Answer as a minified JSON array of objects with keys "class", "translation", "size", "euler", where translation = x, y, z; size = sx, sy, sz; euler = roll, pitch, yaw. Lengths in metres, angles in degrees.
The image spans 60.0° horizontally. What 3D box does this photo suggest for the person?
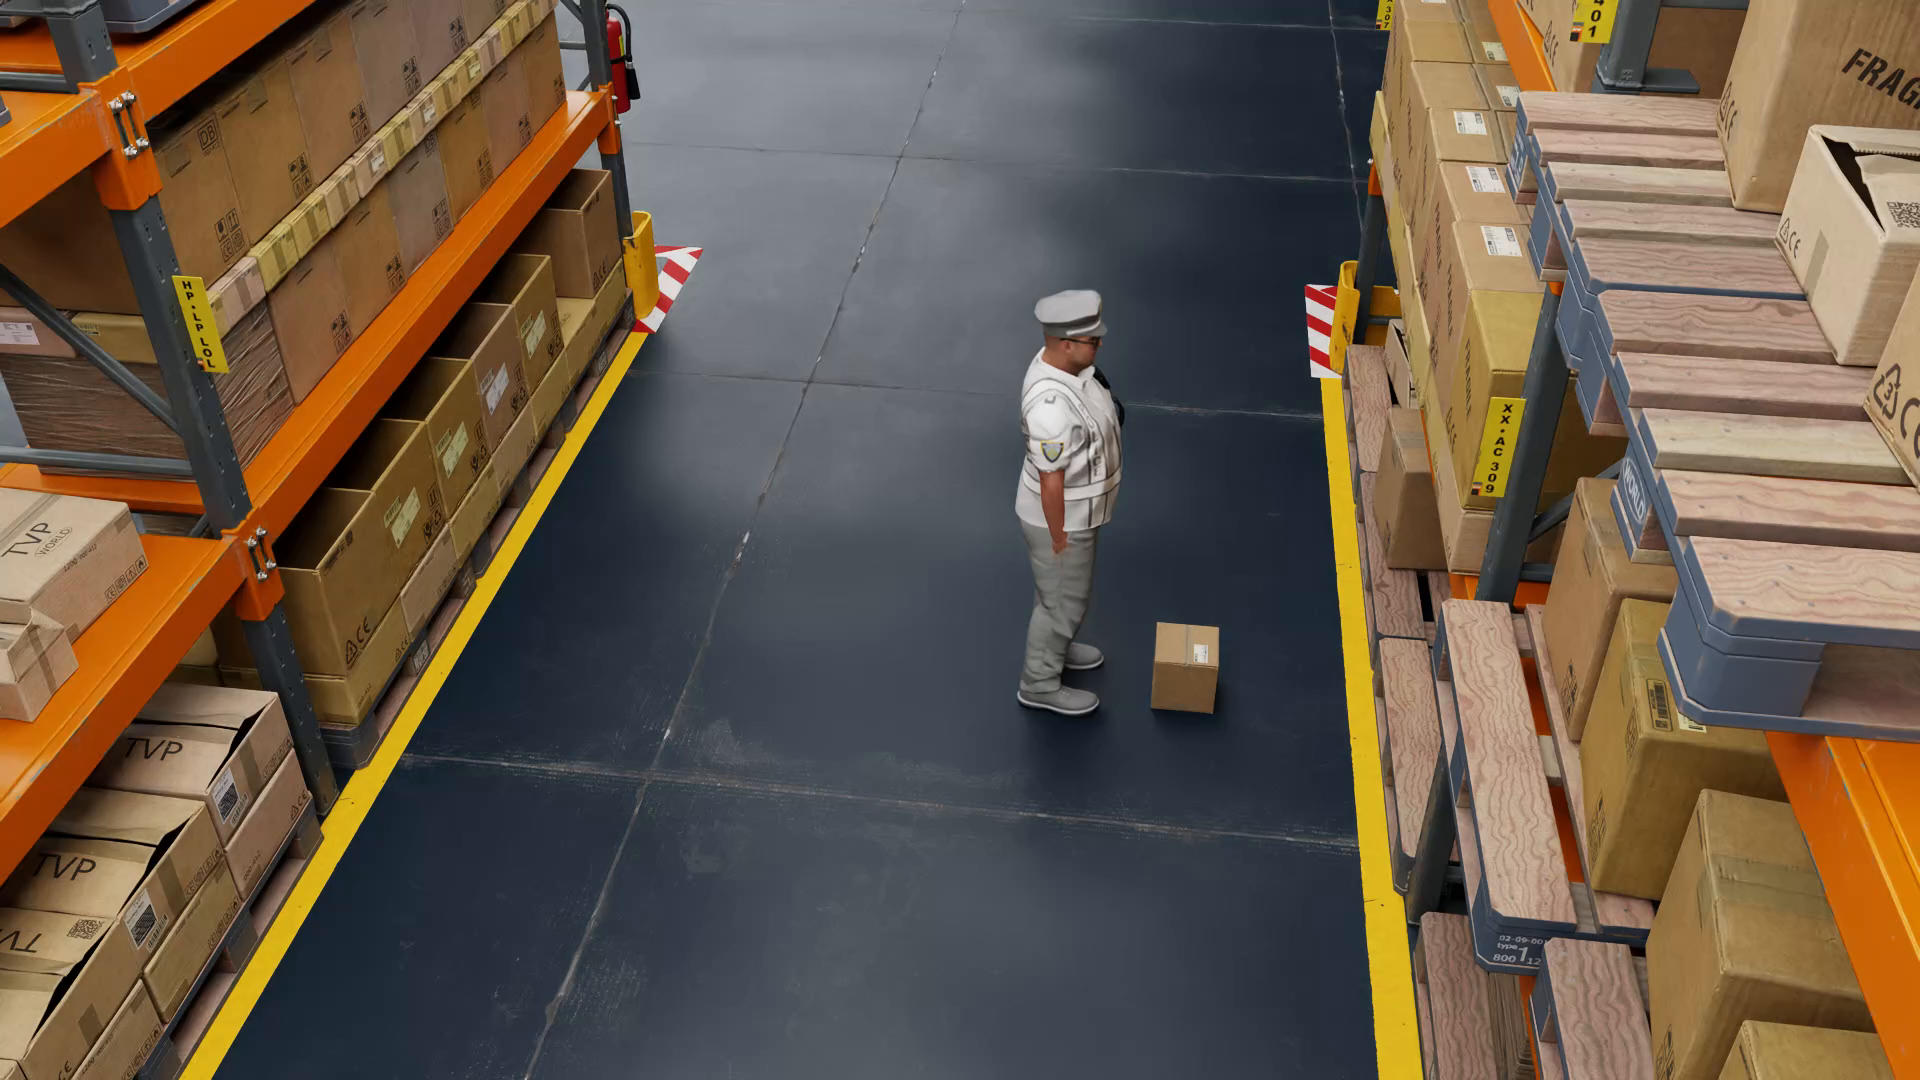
[{"class":"person","translation":[0.412,-0.139,6.338],"size":[0.393,1.749,0.528],"euler":[5,36,7]}]
